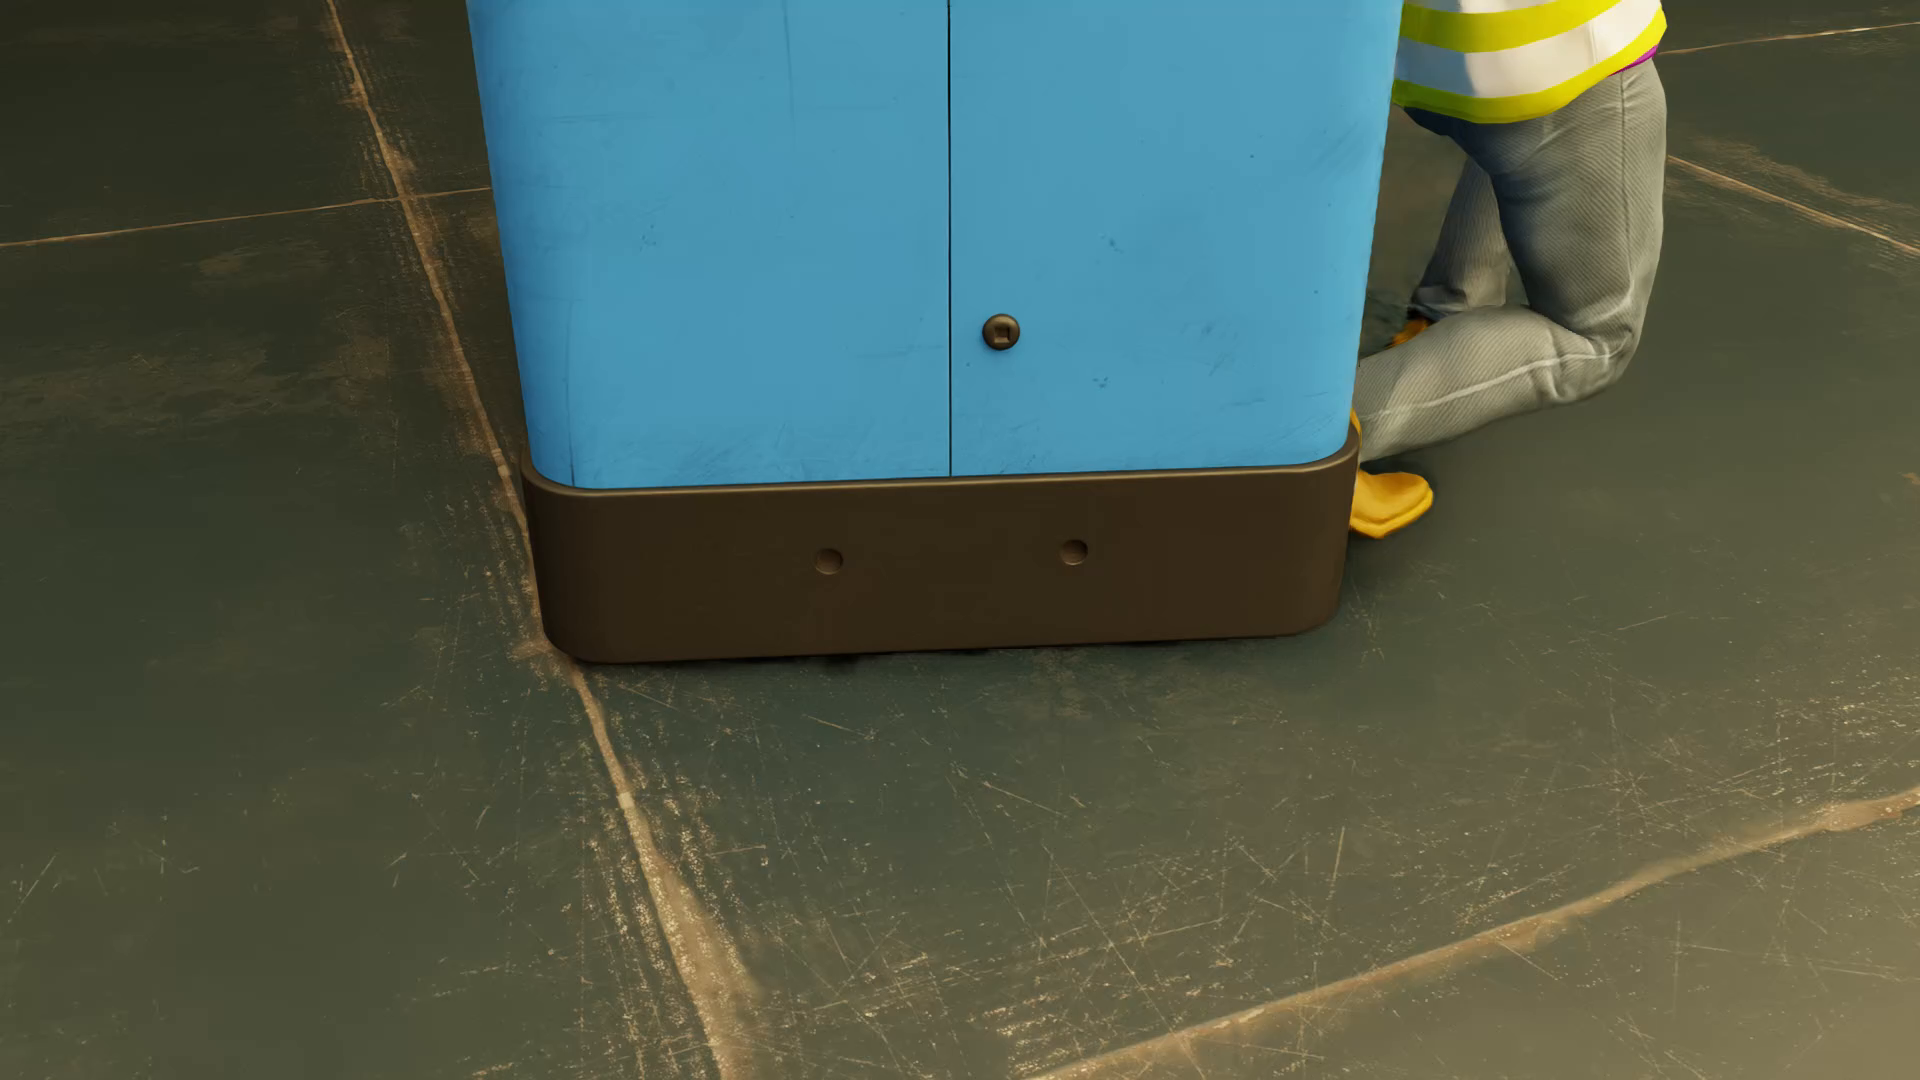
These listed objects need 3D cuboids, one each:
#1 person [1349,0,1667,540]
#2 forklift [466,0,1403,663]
[{"bbox_3d":[0.599,-0.890,2.376,0.854,1.636,1.156,-14,32,-23],"label":"person"},{"bbox_3d":[-0.124,-1.819,2.732,1.130,2.935,3.031,-2,30,-4],"label":"forklift"}]
